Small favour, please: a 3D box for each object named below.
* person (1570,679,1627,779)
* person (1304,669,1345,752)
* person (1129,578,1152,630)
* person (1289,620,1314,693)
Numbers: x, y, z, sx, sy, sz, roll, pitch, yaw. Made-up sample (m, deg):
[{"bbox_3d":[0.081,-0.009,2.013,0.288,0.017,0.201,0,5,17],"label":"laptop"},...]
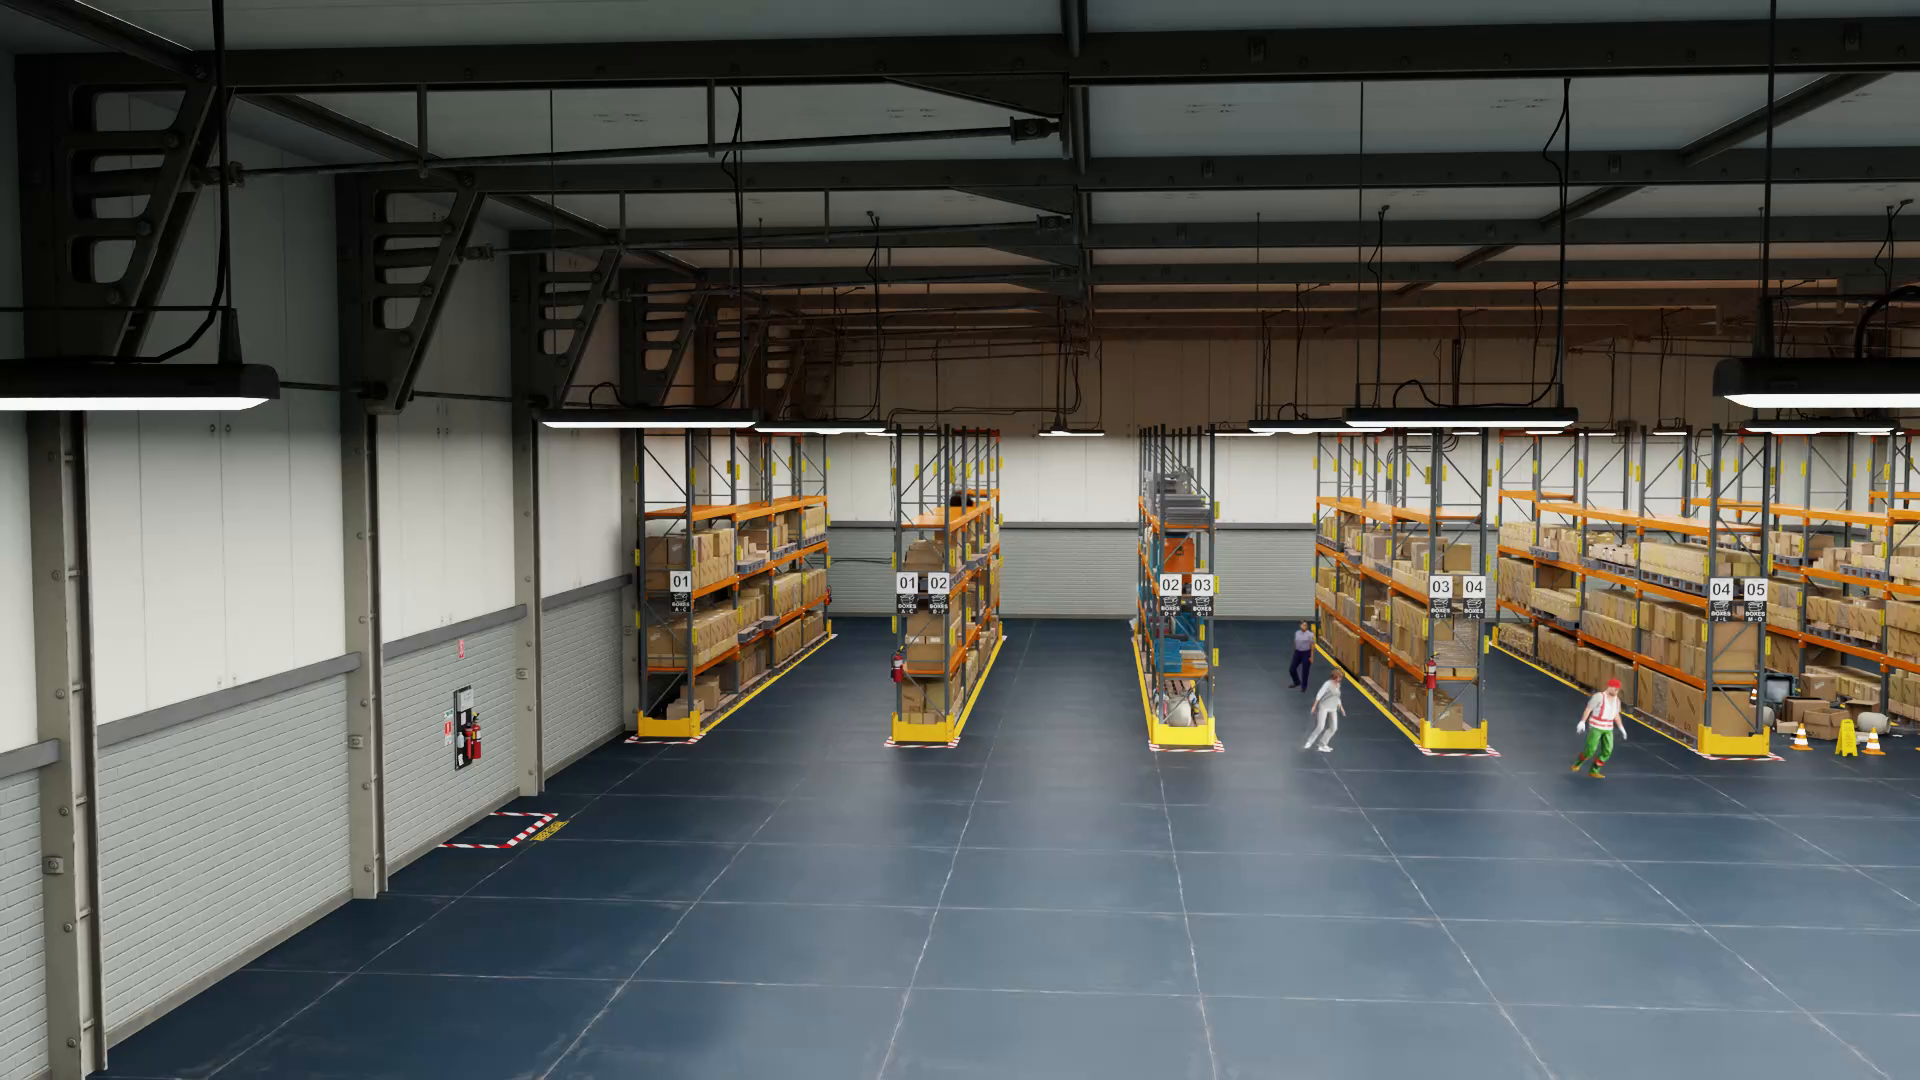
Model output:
[{"bbox_3d":[10.758,3.158,27.943,0.812,1.701,0.659,-1,4,-16],"label":"person"},{"bbox_3d":[6.677,3.106,30.428,0.671,1.528,0.588,-3,4,-37],"label":"person"},{"bbox_3d":[5.494,1.866,49.332,0.789,1.745,0.767,1,4,13],"label":"person"},{"bbox_3d":[7.712,2.629,37.545,0.610,1.672,0.452,2,4,31],"label":"person"}]
